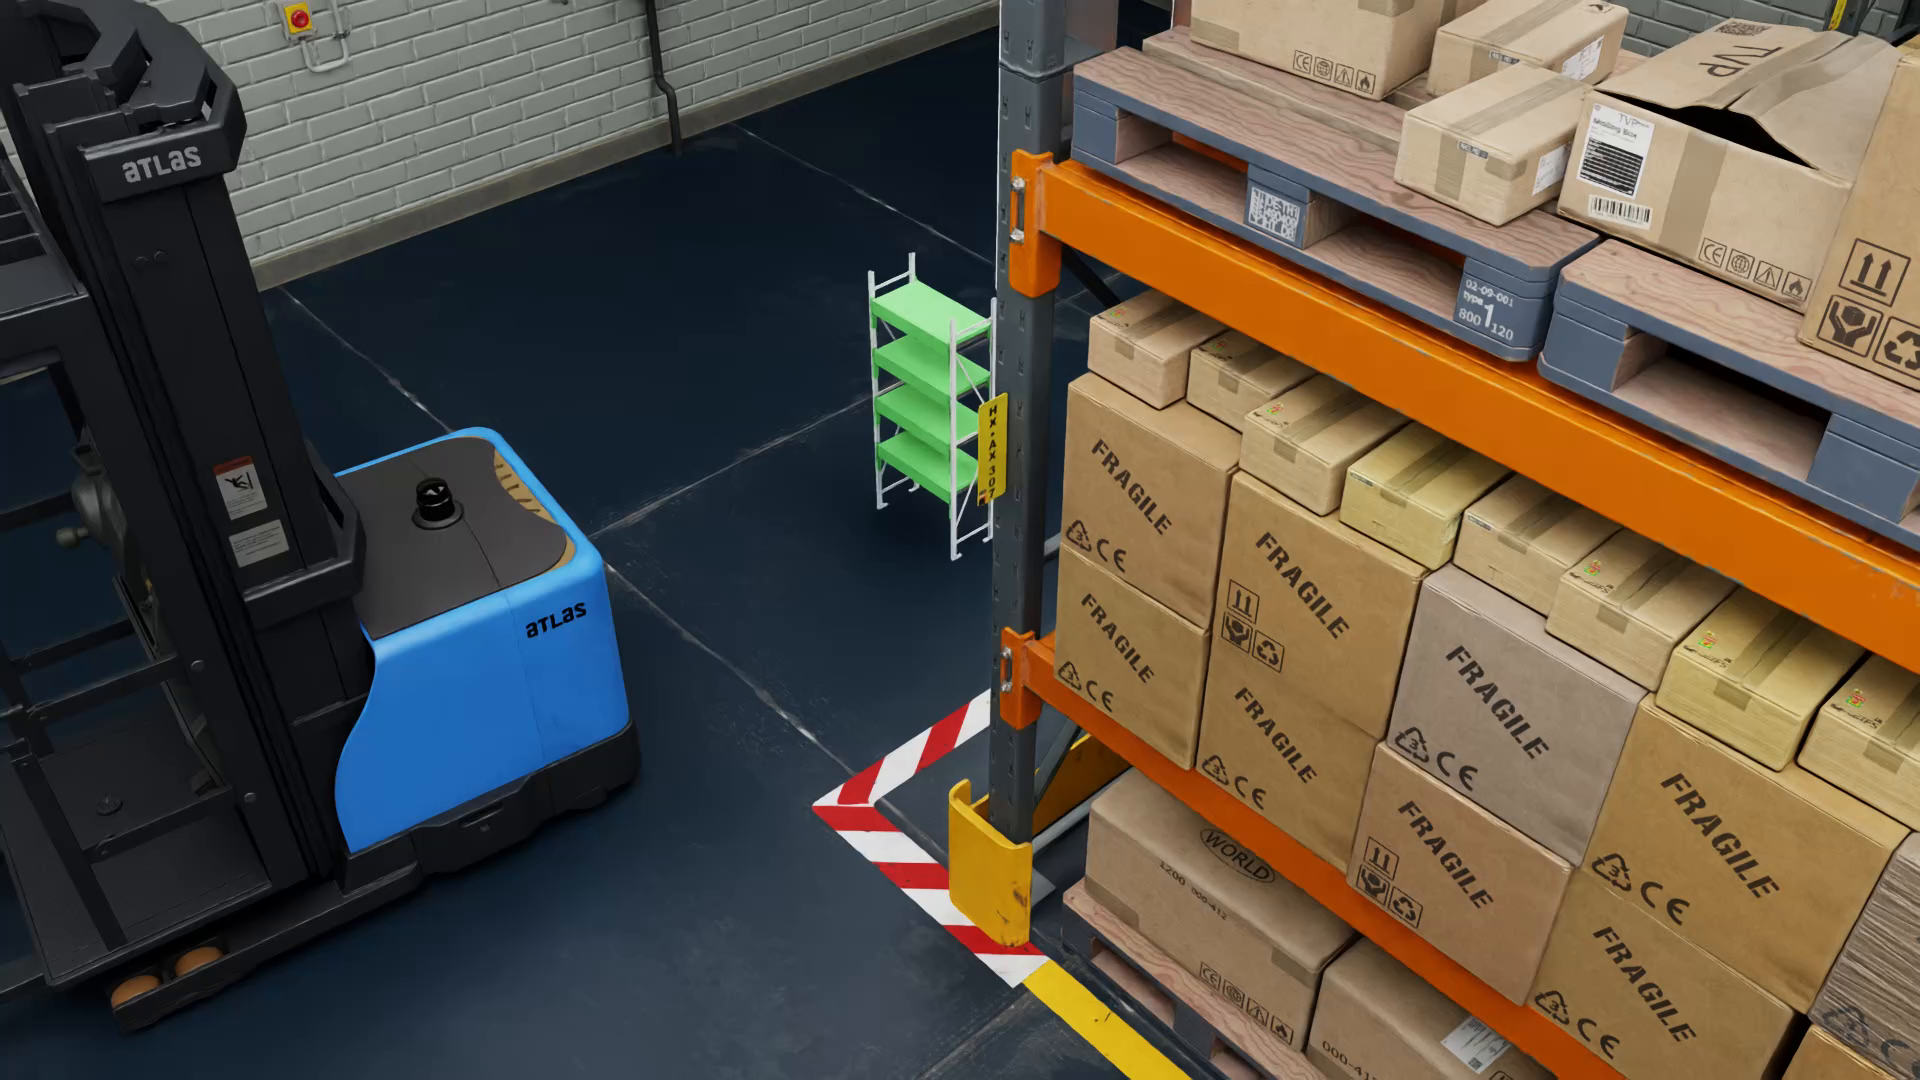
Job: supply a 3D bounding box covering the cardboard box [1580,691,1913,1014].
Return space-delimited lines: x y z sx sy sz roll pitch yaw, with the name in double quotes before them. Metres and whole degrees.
"cardboard box" 1.660 0.514 3.351 0.500 0.500 0.500 -30 48 -32

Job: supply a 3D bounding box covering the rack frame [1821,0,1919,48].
"rack frame" 4.153 -2.214 7.604 1.000 3.000 0.127 -30 48 -32

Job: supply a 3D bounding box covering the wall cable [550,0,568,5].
"wall cable" -2.295 -3.706 8.643 0.588 1.984 0.122 -30 48 -32

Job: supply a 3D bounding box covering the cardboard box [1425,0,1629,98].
"cardboard box" 1.212 -1.044 3.554 0.250 0.149 0.380 30 48 32

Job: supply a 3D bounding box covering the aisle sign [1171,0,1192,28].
"aisle sign" 0.679 -1.279 4.377 0.394 0.787 0.004 -30 48 -32

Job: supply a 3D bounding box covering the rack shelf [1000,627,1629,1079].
"rack shelf" 1.852 1.103 4.070 1.077 0.370 4.000 -30 48 -32

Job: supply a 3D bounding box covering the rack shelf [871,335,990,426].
"rack shelf" -0.112 -0.680 6.857 0.258 0.148 0.480 -30 48 -32

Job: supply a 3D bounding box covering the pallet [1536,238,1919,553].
"pallet" 1.838 -0.332 2.956 1.003 0.211 1.213 -30 48 -32

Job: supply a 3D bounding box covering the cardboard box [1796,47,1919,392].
"cardboard box" 1.752 -0.514 2.619 0.500 0.500 0.500 -29 47 -31

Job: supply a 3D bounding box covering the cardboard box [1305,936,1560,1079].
"cardboard box" 1.644 1.414 4.817 0.875 0.438 0.875 -29 47 -31

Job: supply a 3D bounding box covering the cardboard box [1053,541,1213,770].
"cardboard box" 0.612 0.202 4.532 0.500 0.500 0.500 -30 48 -32

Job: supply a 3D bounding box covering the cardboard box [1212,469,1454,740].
"cardboard box" 0.968 0.049 3.927 0.500 0.500 0.500 -31 48 -33

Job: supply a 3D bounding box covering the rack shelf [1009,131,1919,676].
"rack shelf" 1.852 -0.064 3.127 1.077 0.370 4.000 -30 48 -32

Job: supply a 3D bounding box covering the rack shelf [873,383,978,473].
"rack shelf" -0.112 -0.494 7.008 0.258 0.148 0.480 -30 48 -32

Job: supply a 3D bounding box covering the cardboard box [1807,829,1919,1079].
"cardboard box" 1.993 0.750 3.059 0.500 0.500 0.500 -29 47 -31

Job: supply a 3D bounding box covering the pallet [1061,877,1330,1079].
"pallet" 1.097 1.319 5.449 1.003 0.211 1.213 -30 48 -32

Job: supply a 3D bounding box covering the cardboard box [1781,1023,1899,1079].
"cardboard box" 1.999 1.141 3.370 0.500 0.500 0.500 -31 48 -32

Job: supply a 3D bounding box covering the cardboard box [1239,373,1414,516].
"cardboard box" 0.856 -0.241 3.769 0.380 0.149 0.250 -28 47 -31

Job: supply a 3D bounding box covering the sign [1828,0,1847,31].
"sign" 3.753 -2.320 7.046 0.100 0.325 0.005 -30 48 -32

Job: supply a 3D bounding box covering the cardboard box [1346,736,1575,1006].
"cardboard box" 1.305 0.668 3.956 0.500 0.500 0.500 -30 48 -32

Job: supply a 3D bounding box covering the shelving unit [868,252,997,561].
"shelving unit" -0.112 -0.543 6.968 0.258 1.200 0.503 -30 48 -32

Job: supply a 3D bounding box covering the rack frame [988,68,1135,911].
"rack frame" 0.499 -0.103 4.990 1.000 3.000 0.127 -30 48 -32

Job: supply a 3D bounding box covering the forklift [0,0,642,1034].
"forklift" -2.670 0.037 4.872 3.031 2.935 1.130 -24 45 -27

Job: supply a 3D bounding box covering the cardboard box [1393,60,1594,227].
"cardboard box" 1.065 -0.773 3.219 0.380 0.149 0.250 -28 47 -30

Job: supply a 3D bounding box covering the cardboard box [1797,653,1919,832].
"cardboard box" 1.766 0.335 3.056 0.380 0.149 0.250 -30 48 -32

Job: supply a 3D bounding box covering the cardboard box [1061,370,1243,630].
"cardboard box" 0.614 -0.187 4.219 0.500 0.500 0.500 -31 48 -33

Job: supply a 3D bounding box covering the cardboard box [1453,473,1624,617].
"cardboard box" 1.264 -0.028 3.505 0.380 0.149 0.250 -29 47 -31

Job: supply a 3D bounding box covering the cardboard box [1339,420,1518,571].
"cardboard box" 1.047 -0.127 3.628 0.380 0.149 0.250 -32 49 -33

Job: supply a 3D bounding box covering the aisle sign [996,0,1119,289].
"aisle sign" 0.237 -1.024 4.062 0.394 0.787 0.004 -30 48 -32

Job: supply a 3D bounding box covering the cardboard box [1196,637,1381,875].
"cardboard box" 0.975 0.425 4.257 0.500 0.500 0.500 -31 48 -32

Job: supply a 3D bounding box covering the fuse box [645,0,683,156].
"fuse box" -1.686 -3.026 9.635 0.539 1.711 0.414 -30 48 -32

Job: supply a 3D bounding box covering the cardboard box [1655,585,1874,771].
"cardboard box" 1.553 0.235 3.181 0.380 0.149 0.250 -31 48 -33

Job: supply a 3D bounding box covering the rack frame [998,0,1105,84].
"rack frame" 0.499 -2.437 3.105 1.000 3.000 0.127 -30 48 -32

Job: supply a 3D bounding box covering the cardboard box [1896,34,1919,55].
"cardboard box" 4.261 -1.947 7.156 0.500 0.250 0.500 -30 47 -32

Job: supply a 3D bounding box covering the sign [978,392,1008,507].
"sign" 0.086 -0.237 4.404 0.100 0.325 0.005 -30 48 -32

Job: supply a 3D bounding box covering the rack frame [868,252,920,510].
"rack frame" -0.277 -0.656 7.108 0.240 1.200 0.015 -30 48 -32

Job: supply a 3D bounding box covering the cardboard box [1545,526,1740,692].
"cardboard box" 1.402 0.106 3.340 0.380 0.149 0.250 -30 47 -31

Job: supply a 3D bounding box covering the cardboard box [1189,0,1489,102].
"cardboard box" 0.870 -1.244 3.721 0.500 0.250 0.500 30 47 31

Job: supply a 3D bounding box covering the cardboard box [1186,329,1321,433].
"cardboard box" 0.765 -0.410 3.979 0.380 0.149 0.250 -29 47 -31

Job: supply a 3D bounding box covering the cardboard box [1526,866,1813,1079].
"cardboard box" 1.657 0.893 3.678 0.500 0.500 0.500 -28 47 -30

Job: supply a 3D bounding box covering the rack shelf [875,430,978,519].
"rack shelf" -0.112 -0.307 7.159 0.258 0.148 0.480 -30 48 -32

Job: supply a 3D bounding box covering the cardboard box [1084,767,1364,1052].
"cardboard box" 1.019 0.994 5.337 0.875 0.438 0.875 -32 49 -33

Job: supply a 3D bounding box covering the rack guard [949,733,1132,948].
"rack guard" 0.483 0.859 5.789 1.175 0.500 0.348 -30 48 -32

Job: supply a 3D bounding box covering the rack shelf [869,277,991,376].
"rack shelf" -0.112 -0.867 6.706 0.258 0.148 0.480 -30 48 -32

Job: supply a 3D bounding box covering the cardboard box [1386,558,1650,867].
"cardboard box" 1.322 0.284 3.636 0.500 0.500 0.500 -30 48 -32

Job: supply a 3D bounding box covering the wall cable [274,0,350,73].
"wall cable" -3.332 -3.110 7.880 0.585 1.953 0.123 -30 48 -32

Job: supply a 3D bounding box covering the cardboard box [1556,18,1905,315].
"cardboard box" 1.474 -0.723 3.028 0.500 0.311 0.500 -29 47 -31

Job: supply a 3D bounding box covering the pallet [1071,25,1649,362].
"pallet" 1.008 -0.896 3.656 1.003 0.211 1.213 -30 48 -32

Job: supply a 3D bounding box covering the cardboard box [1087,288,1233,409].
"cardboard box" 0.535 -0.501 4.091 0.380 0.149 0.250 -29 47 -31

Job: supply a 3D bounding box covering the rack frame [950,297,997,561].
"rack frame" 0.053 -0.430 6.828 0.240 1.200 0.015 -30 48 -32
